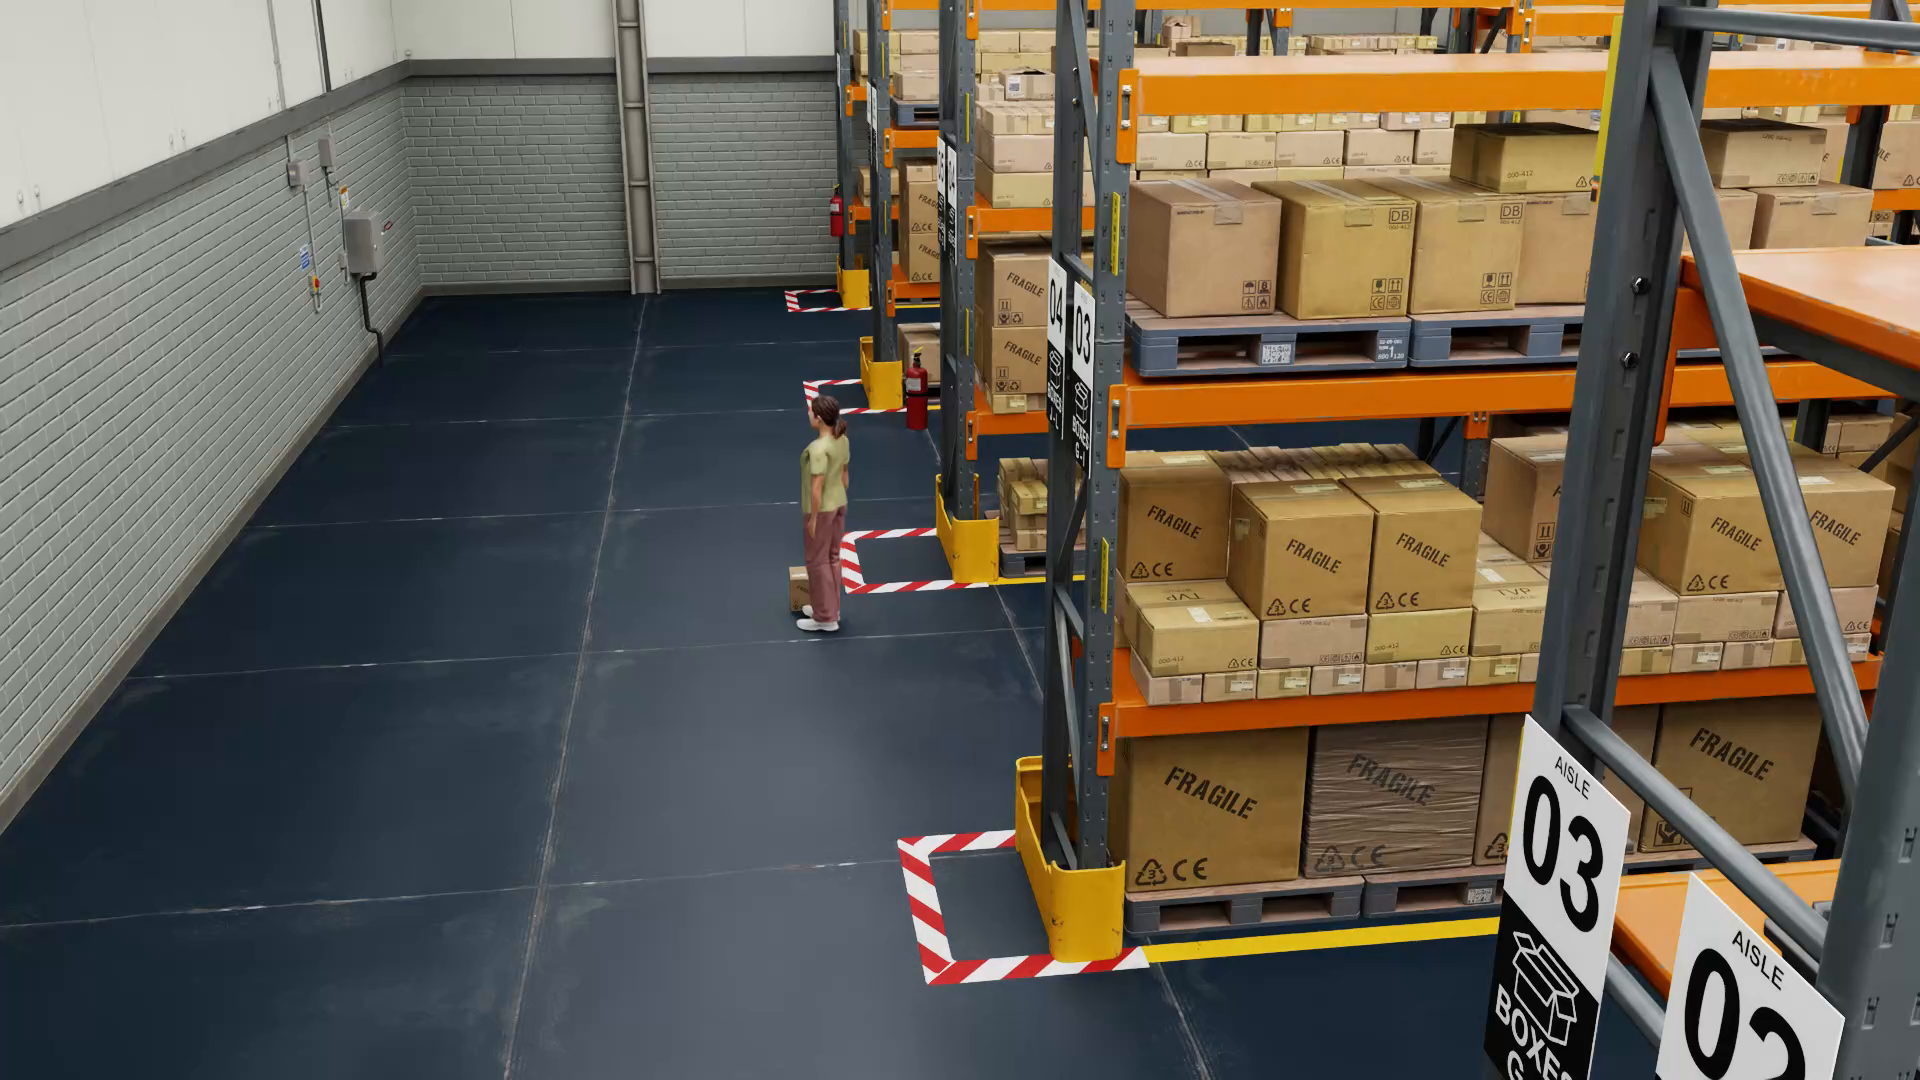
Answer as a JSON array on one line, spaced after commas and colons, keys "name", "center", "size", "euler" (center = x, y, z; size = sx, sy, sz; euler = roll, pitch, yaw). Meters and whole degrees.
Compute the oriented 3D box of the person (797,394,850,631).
[{"name": "person", "center": [-0.963, -0.202, 11.608], "size": [0.424, 1.675, 0.473], "euler": [12, 23, 29]}]
